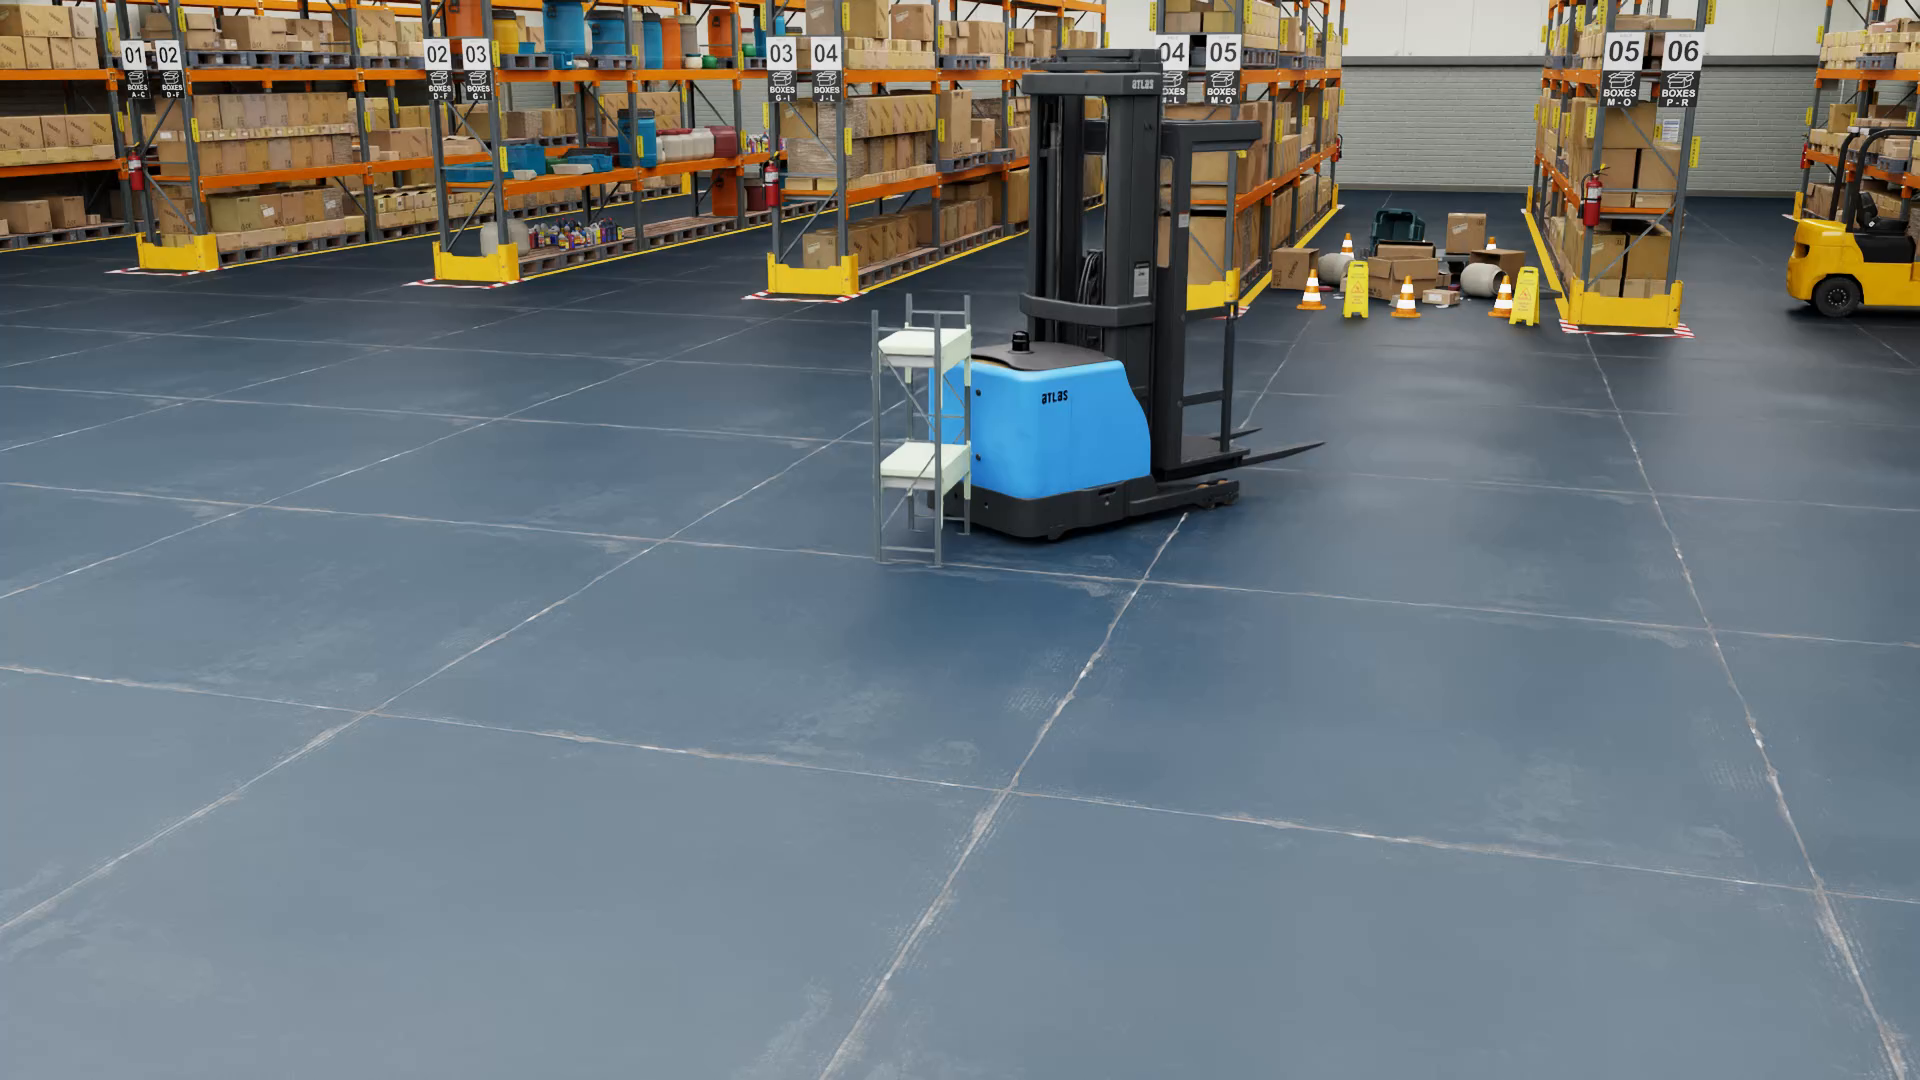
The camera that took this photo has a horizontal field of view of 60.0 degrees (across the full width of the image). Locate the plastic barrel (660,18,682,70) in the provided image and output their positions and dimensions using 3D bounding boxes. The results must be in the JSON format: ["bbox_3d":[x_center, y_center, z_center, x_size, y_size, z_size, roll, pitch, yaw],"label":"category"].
[{"bbox_3d":[-5.042,-8.425,28.250,0.600,0.830,0.708,5,16,16],"label":"plastic barrel"}]

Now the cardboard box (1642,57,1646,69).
[{"bbox_3d":[8.183,-5.561,19.402,0.380,0.149,0.250,4,16,14],"label":"cardboard box"}]

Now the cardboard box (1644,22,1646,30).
[{"bbox_3d":[8.321,-6.077,19.760,0.380,0.149,0.250,5,17,17],"label":"cardboard box"}]

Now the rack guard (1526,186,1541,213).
[{"bbox_3d":[12.116,-6.888,33.698,1.175,0.500,0.348,5,16,16],"label":"rack guard"}]

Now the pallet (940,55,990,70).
[{"bbox_3d":[-0.233,-7.491,26.090,1.213,0.211,1.003,5,16,16],"label":"pallet"}]

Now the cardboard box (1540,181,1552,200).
[{"bbox_3d":[12.017,-6.873,32.991,0.875,0.438,0.875,4,16,14],"label":"cardboard box"}]

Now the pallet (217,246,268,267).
[{"bbox_3d":[-11.259,-4.298,25.095,1.003,0.211,1.213,5,16,16],"label":"pallet"}]

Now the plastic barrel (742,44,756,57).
[{"bbox_3d":[-3.893,-8.974,30.488,0.294,0.245,0.294,0,16,0],"label":"plastic barrel"}]

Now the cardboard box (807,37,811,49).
[{"bbox_3d":[-1.973,-6.385,21.392,0.380,0.149,0.250,4,16,14],"label":"cardboard box"}]

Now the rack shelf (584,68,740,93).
[{"bbox_3d":[-4.983,-7.718,27.863,1.077,0.370,4.000,5,16,16],"label":"rack shelf"}]

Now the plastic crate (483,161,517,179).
[{"bbox_3d":[-6.643,-5.303,23.801,0.499,0.251,0.408,5,16,16],"label":"plastic crate"}]

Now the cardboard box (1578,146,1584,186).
[{"bbox_3d":[7.744,-4.514,20.020,0.500,0.500,0.500,5,16,16],"label":"cardboard box"}]

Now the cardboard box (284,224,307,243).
[{"bbox_3d":[-10.643,-4.831,26.133,0.500,0.250,0.500,5,16,16],"label":"cardboard box"}]

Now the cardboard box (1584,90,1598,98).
[{"bbox_3d":[11.311,-7.942,29.627,0.380,0.149,0.250,4,16,15],"label":"cardboard box"}]

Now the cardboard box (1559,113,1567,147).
[{"bbox_3d":[9.486,-6.285,25.492,0.500,0.500,0.500,4,16,14],"label":"cardboard box"}]

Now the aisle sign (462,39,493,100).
[{"bbox_3d":[-6.428,-6.260,22.139,0.394,0.787,0.004,5,16,16],"label":"aisle sign"}]

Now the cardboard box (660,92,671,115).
[{"bbox_3d":[-6.895,-9.881,37.654,0.500,0.500,0.500,5,17,17],"label":"cardboard box"}]

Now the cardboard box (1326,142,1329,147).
[{"bbox_3d":[7.196,-7.950,33.320,0.380,0.149,0.250,4,16,13],"label":"cardboard box"}]

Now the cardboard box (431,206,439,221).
[{"bbox_3d":[-9.511,-5.850,29.728,0.500,0.250,0.500,5,17,17],"label":"cardboard box"}]

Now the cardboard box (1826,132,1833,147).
[{"bbox_3d":[16.073,-7.273,30.205,0.500,0.250,0.500,4,16,14],"label":"cardboard box"}]

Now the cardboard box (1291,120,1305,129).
[{"bbox_3d":[5.750,-7.166,28.698,0.380,0.149,0.250,5,17,18],"label":"cardboard box"}]

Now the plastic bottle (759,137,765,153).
[{"bbox_3d":[-3.703,-7.389,31.097,0.061,0.283,0.133,5,16,16],"label":"plastic bottle"}]

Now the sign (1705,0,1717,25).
[{"bbox_3d":[8.082,-5.720,17.900,0.100,0.325,0.005,5,16,16],"label":"sign"}]

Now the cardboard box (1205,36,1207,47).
[{"bbox_3d":[2.918,-6.274,20.962,0.380,0.149,0.250,5,17,16],"label":"cardboard box"}]

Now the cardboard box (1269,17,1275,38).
[{"bbox_3d":[3.886,-6.786,22.035,0.500,0.250,0.500,5,16,16],"label":"cardboard box"}]

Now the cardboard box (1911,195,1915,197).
[{"bbox_3d":[15.476,-5.441,26.638,0.380,0.149,0.250,4,16,14],"label":"cardboard box"}]

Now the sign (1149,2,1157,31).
[{"bbox_3d":[2.271,-6.132,19.479,0.100,0.325,0.005,5,16,16],"label":"sign"}]

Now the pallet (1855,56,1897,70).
[{"bbox_3d":[15.480,-7.841,27.326,1.213,0.211,1.003,5,16,16],"label":"pallet"}]

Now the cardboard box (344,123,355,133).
[{"bbox_3d":[-10.171,-6.755,27.276,0.380,0.149,0.250,5,16,16],"label":"cardboard box"}]

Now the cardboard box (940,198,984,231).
[{"bbox_3d":[0.017,-5.446,27.808,0.700,0.500,0.500,3,16,11],"label":"cardboard box"}]

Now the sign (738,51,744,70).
[{"bbox_3d":[-3.885,-8.496,29.480,0.100,0.325,0.005,5,16,16],"label":"sign"}]

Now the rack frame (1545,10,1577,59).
[{"bbox_3d":[12.109,-10.971,32.516,1.000,3.000,0.127,5,16,16],"label":"rack frame"}]

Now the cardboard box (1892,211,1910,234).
[{"bbox_3d":[14.510,-4.734,25.335,0.500,0.500,0.500,5,17,17],"label":"cardboard box"}]

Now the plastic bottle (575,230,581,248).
[{"bbox_3d":[-5.748,-4.516,24.948,0.097,0.271,0.097,0,16,0],"label":"plastic bottle"}]

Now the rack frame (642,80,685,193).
[{"bbox_3d":[-6.889,-9.622,38.756,1.000,3.000,0.127,5,16,16],"label":"rack frame"}]

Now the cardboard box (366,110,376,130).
[{"bbox_3d":[-12.802,-8.885,35.392,0.500,0.500,0.500,5,17,16],"label":"cardboard box"}]

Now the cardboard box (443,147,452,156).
[{"bbox_3d":[-9.471,-7.070,30.220,0.380,0.149,0.250,6,17,20],"label":"cardboard box"}]

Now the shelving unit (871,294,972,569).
[{"bbox_3d":[-0.218,-0.664,9.923,0.431,1.500,0.755,4,16,13],"label":"shelving unit"}]

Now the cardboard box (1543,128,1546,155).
[{"bbox_3d":[10.859,-7.227,30.129,0.500,0.500,0.500,5,17,16],"label":"cardboard box"}]

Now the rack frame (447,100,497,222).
[{"bbox_3d":[-9.163,-7.529,31.377,1.000,3.000,0.127,5,16,16],"label":"rack frame"}]

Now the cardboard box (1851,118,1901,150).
[{"bbox_3d":[15.380,-6.795,27.836,0.700,0.500,0.500,5,17,17],"label":"cardboard box"}]

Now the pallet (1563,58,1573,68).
[{"bbox_3d":[10.283,-7.809,27.213,1.003,0.211,1.213,5,17,18],"label":"pallet"}]

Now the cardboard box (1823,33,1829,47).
[{"bbox_3d":[16.502,-9.358,31.143,0.500,0.250,0.500,4,16,15],"label":"cardboard box"}]

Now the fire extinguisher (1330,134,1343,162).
[{"bbox_3d":[7.848,-8.255,34.763,0.296,0.674,0.183,5,16,16],"label":"fire extinguisher"}]

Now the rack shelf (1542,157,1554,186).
[{"bbox_3d":[10.404,-6.169,27.899,1.077,0.370,4.000,5,16,16],"label":"rack shelf"}]

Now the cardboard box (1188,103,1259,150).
[{"bbox_3d":[3.287,-5.229,21.013,0.875,0.550,0.550,5,16,16],"label":"cardboard box"}]

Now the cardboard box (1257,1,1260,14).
[{"bbox_3d":[3.477,-6.540,20.440,0.380,0.149,0.250,4,16,15],"label":"cardboard box"}]

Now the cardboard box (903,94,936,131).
[{"bbox_3d":[-0.667,-6.247,24.295,0.500,0.500,0.500,5,16,16],"label":"cardboard box"}]

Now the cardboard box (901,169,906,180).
[{"bbox_3d":[-0.985,-5.190,23.592,0.380,0.149,0.250,5,16,16],"label":"cardboard box"}]

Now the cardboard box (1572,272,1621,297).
[{"bbox_3d":[7.541,-3.016,19.736,0.500,0.250,0.500,5,16,16],"label":"cardboard box"}]

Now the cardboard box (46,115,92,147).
[{"bbox_3d":[-15.024,-6.885,27.971,0.500,0.500,0.500,5,16,16],"label":"cardboard box"}]

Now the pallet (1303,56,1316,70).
[{"bbox_3d":[4.929,-7.528,26.224,1.213,0.211,1.003,5,17,18],"label":"pallet"}]

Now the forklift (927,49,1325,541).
[{"bbox_3d":[1.249,-1.714,11.000,3.031,2.935,1.130,-12,20,-37],"label":"forklift"}]

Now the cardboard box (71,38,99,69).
[{"bbox_3d":[-14.957,-8.215,28.077,0.500,0.500,0.500,5,17,17],"label":"cardboard box"}]

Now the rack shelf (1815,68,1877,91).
[{"bbox_3d":[16.301,-8.274,29.825,1.077,0.370,4.000,5,16,16],"label":"rack shelf"}]

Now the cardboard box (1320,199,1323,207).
[{"bbox_3d":[6.939,-6.639,32.693,0.380,0.149,0.250,4,16,14],"label":"cardboard box"}]

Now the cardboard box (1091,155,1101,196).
[{"bbox_3d":[2.502,-7.859,35.665,0.875,0.875,0.875,5,16,16],"label":"cardboard box"}]

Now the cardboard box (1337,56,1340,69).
[{"bbox_3d":[7.321,-9.539,33.242,0.500,0.250,0.500,5,16,16],"label":"cardboard box"}]

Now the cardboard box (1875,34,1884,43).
[{"bbox_3d":[15.059,-8.118,26.917,0.380,0.149,0.250,4,16,15],"label":"cardboard box"}]
